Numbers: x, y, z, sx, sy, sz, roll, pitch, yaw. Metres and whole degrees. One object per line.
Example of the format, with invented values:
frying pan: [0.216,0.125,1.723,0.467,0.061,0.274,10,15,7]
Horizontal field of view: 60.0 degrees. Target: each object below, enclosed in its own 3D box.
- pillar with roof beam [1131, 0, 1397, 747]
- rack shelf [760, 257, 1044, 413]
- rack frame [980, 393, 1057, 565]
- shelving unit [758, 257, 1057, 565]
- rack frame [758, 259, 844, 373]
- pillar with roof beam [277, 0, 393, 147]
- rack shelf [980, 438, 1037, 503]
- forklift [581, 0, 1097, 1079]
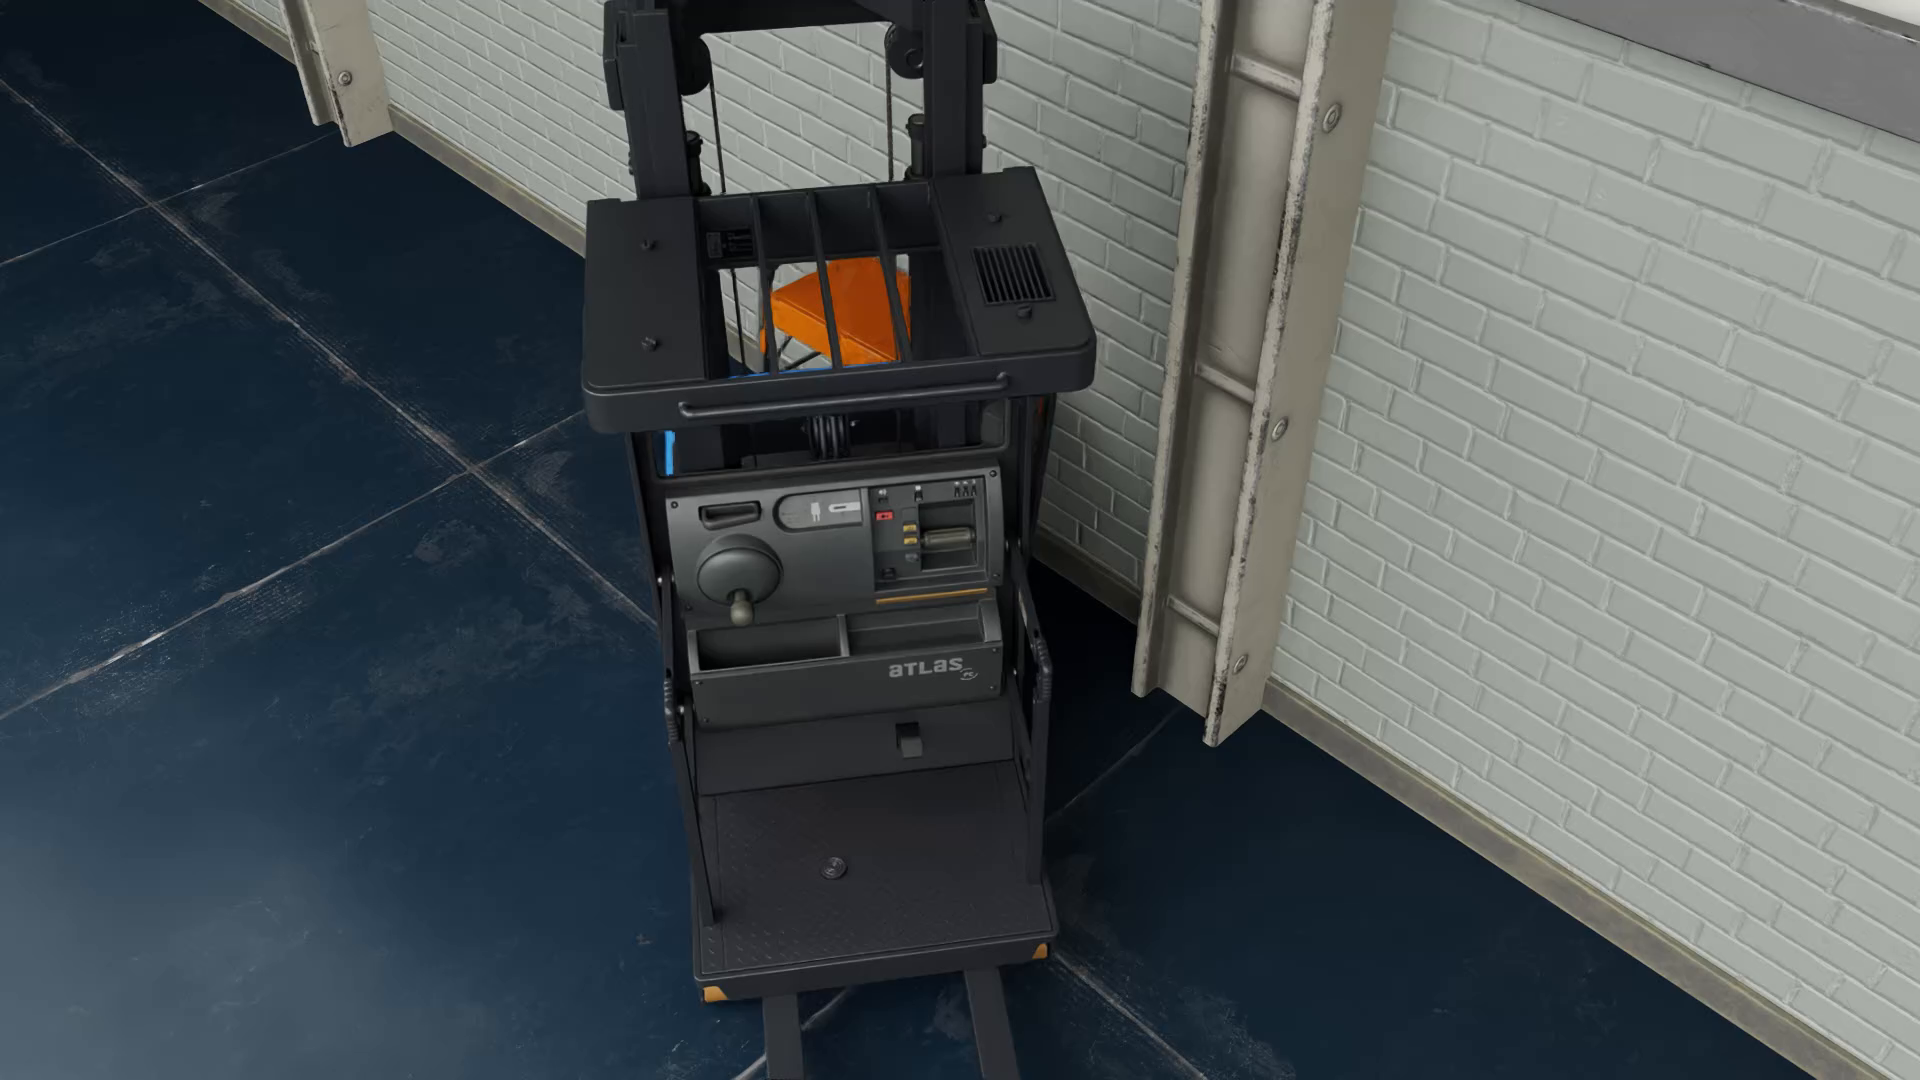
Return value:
pillar with roof beam: [-2.172,-0.666,0.840,9.100,9.000,0.400,-34,53,-31]
rack shelf: [-0.196,-0.705,6.150,1.000,0.278,0.538,31,45,27]
rack frame: [0.163,-0.244,6.102,0.032,1.125,0.500,31,45,27]
shelving unit: [-0.223,-0.479,6.333,1.048,1.125,0.538,31,45,27]
rack frame: [-0.610,-0.714,6.565,0.032,1.125,0.500,31,45,27]
pillar with roof beam: [-6.409,-3.549,3.960,9.100,9.000,0.400,-34,53,-31]
rack shelf: [-0.247,-0.290,6.487,1.000,0.278,0.538,31,45,27]
forklift: [-0.306,0.096,4.487,1.130,2.935,3.031,-6,43,-6]
